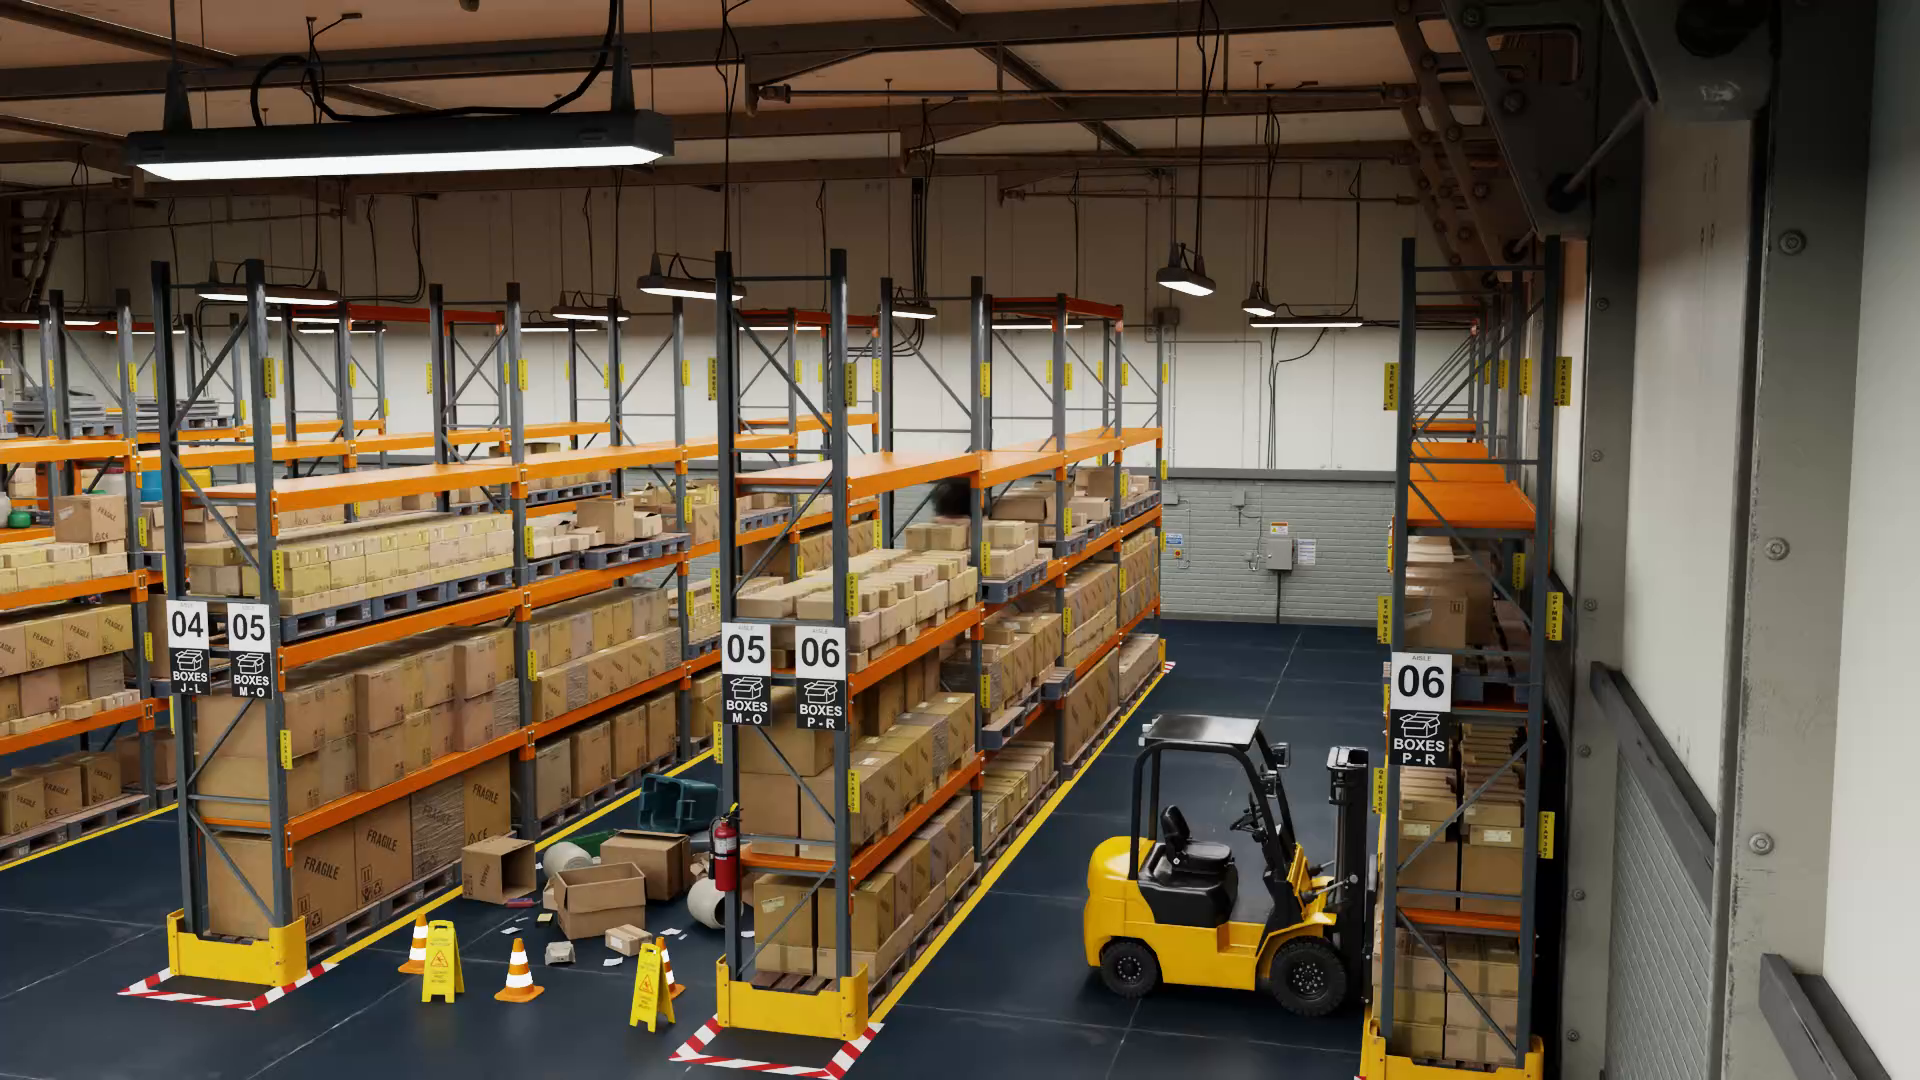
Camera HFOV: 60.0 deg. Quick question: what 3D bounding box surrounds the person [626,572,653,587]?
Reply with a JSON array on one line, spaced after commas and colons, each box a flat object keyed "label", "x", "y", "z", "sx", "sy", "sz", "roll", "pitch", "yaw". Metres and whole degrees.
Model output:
[{"label": "person", "x": -6.149, "y": 1.020, "z": 31.789, "sx": 0.577, "sy": 1.544, "sz": 0.545, "roll": 3, "pitch": 7, "yaw": 28}]
